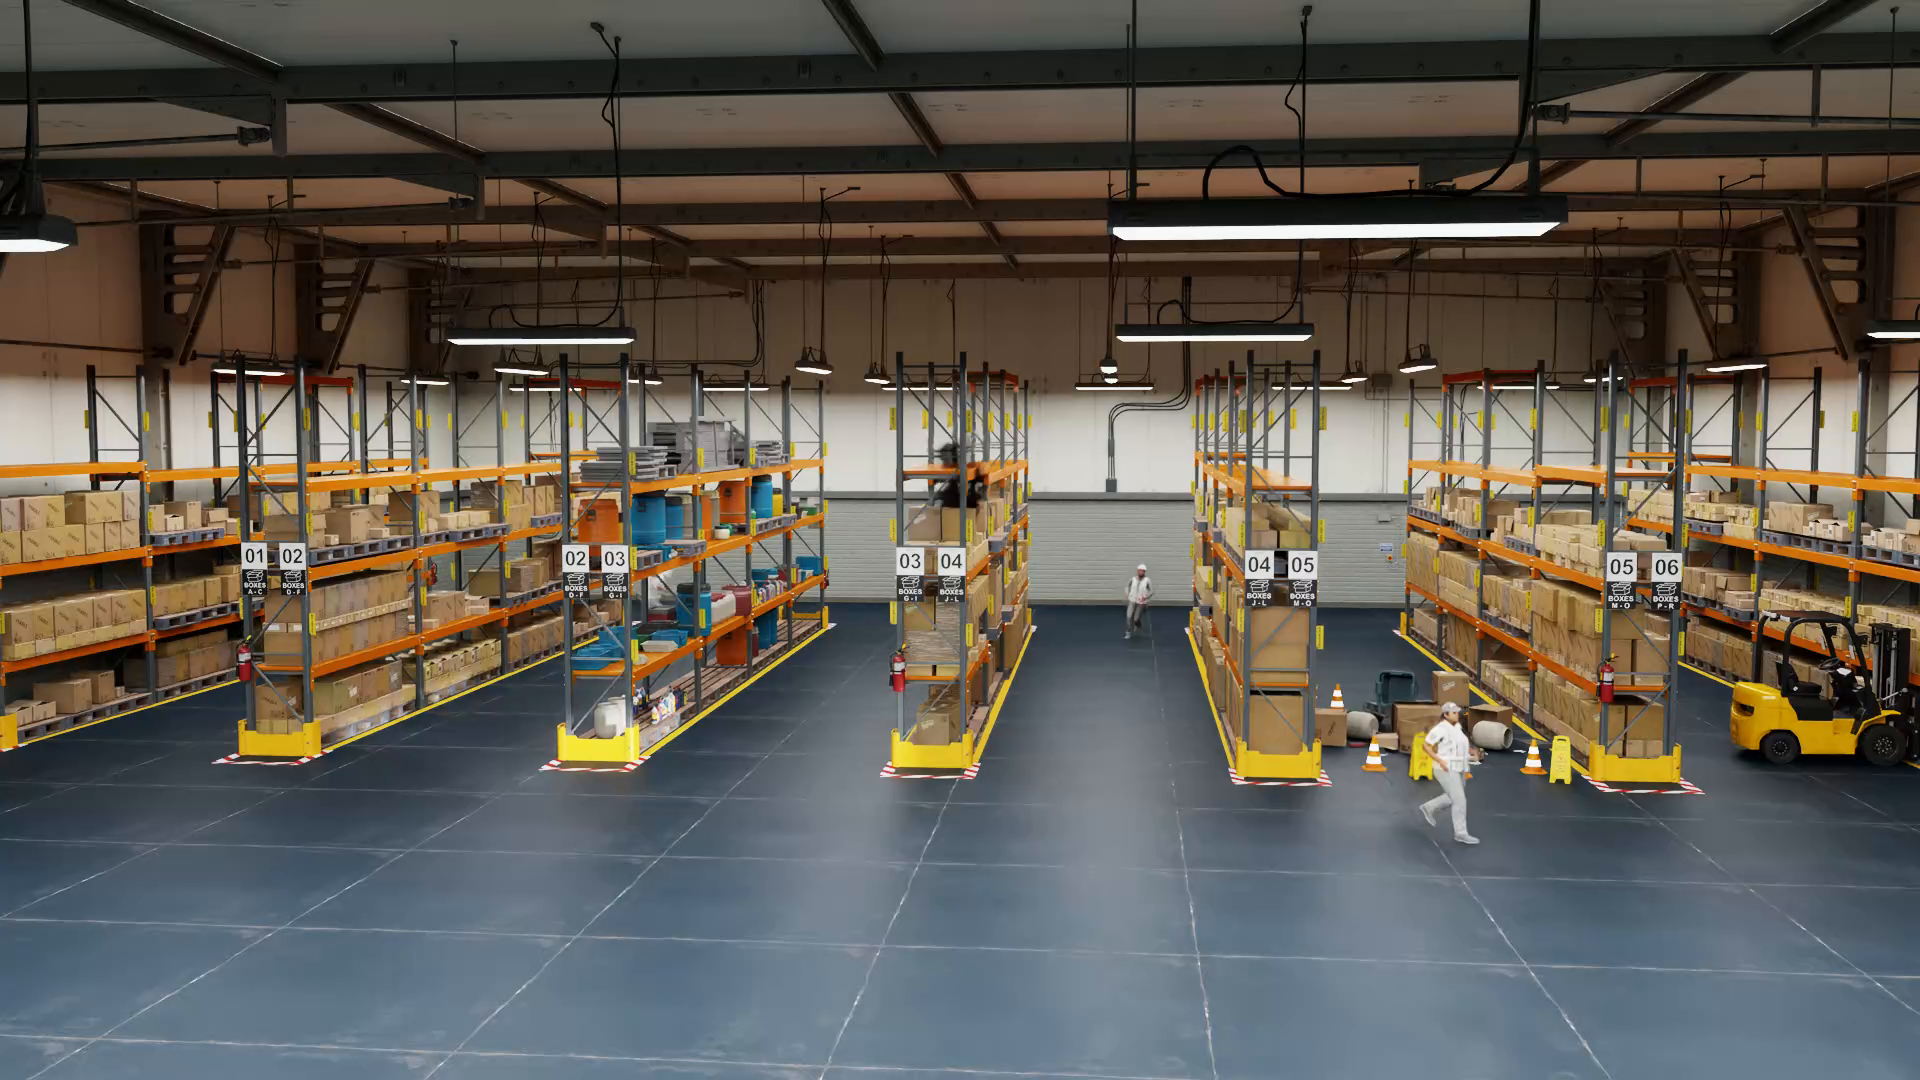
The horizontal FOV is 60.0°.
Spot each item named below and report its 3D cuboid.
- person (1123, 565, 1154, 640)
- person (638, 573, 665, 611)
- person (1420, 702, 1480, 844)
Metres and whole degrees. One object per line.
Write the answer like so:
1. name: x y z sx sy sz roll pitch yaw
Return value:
1. person: 4.134 1.422 38.441 0.700 1.726 0.737 1 4 20
2. person: -7.109 1.396 38.297 0.663 1.830 0.752 0 4 -1
3. person: 5.881 2.732 19.929 0.618 1.583 0.823 -4 5 -42
